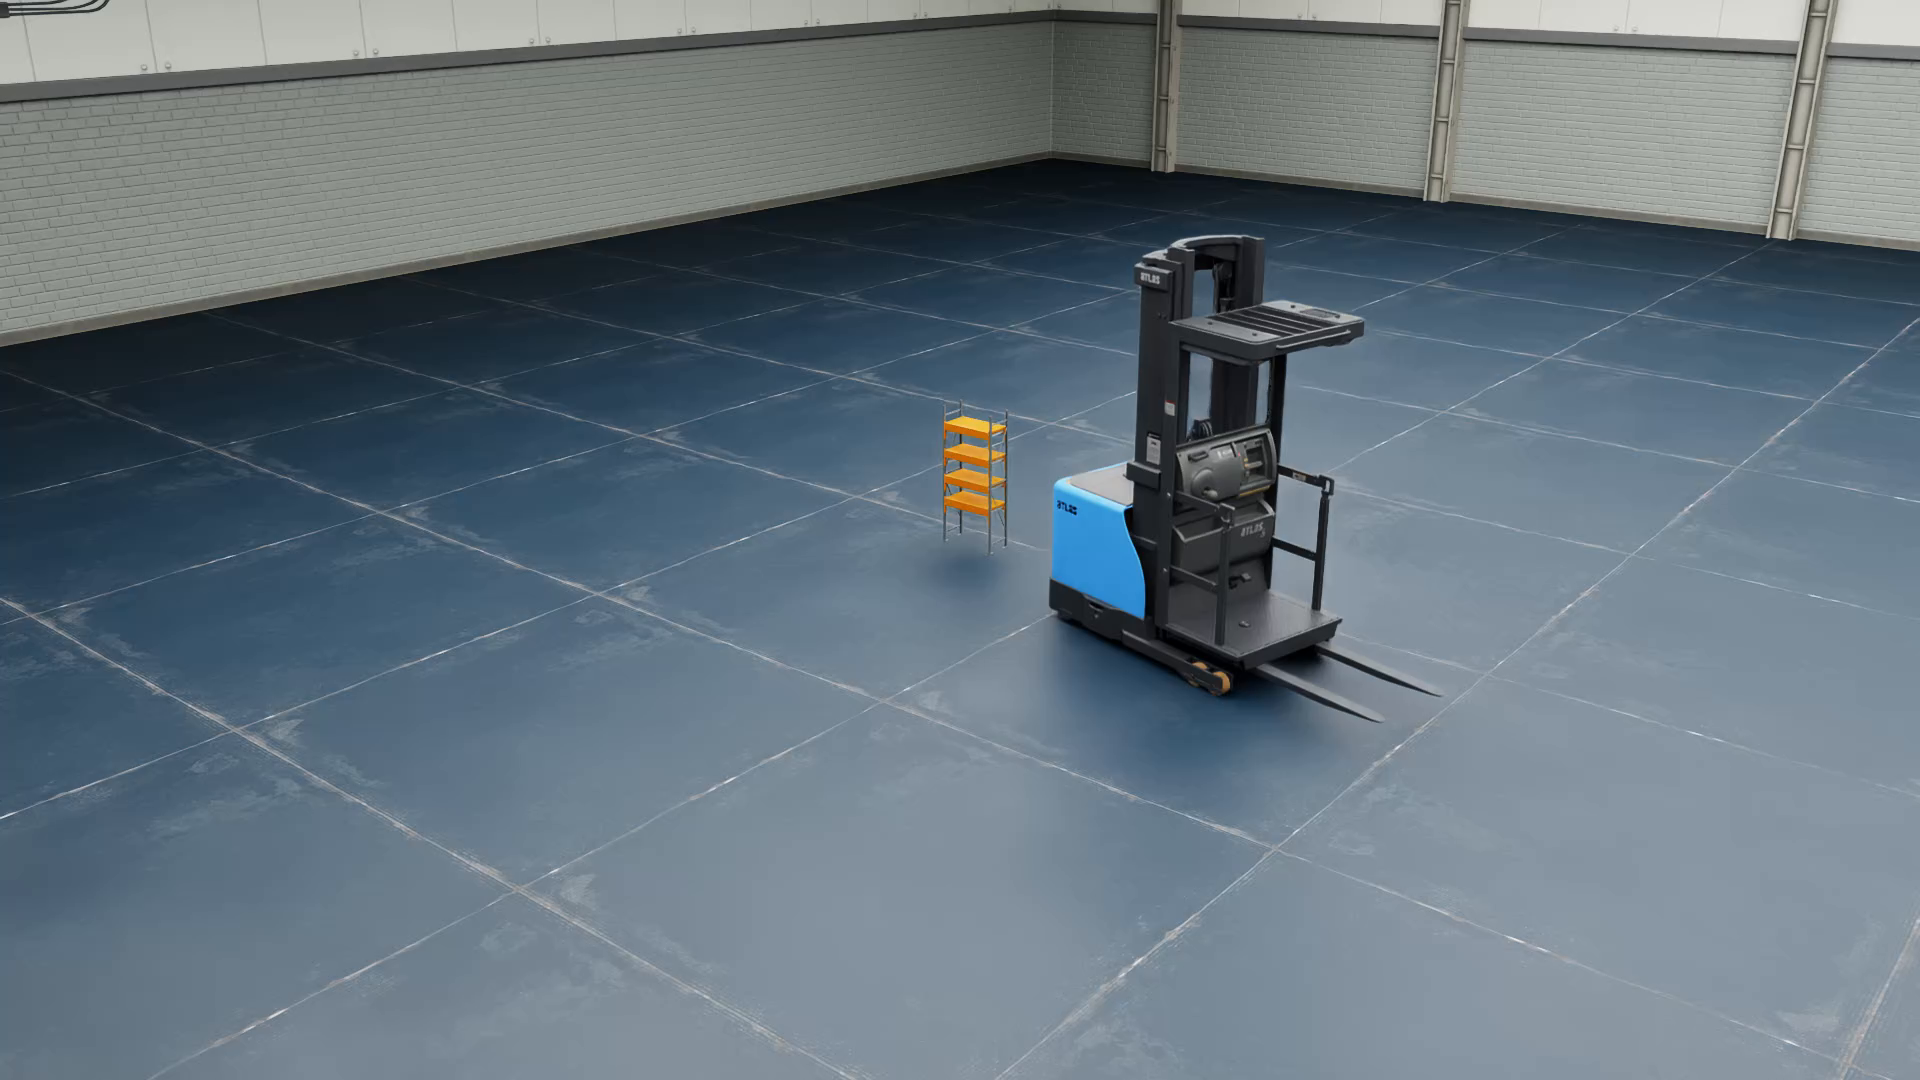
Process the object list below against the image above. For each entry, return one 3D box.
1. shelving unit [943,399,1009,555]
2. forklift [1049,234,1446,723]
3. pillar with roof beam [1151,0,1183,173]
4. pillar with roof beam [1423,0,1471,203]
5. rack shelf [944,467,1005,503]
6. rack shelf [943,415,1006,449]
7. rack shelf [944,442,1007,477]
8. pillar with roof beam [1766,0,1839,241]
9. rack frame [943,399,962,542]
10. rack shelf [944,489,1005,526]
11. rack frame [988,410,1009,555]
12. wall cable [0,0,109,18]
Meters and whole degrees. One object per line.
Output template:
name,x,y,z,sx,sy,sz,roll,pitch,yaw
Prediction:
shelving unit,0.128,-0.524,13.861,0.503,1.200,0.258,16,26,36
forklift,1.982,-0.505,11.356,1.130,2.935,3.031,-15,26,-35
pillar with roof beam,1.484,-10.680,29.739,0.400,9.000,9.100,16,26,36
pillar with roof beam,6.133,-9.342,26.190,0.400,9.000,9.100,16,26,36
rack shelf,0.128,-0.462,13.885,0.480,0.148,0.258,16,26,36
rack shelf,0.128,-0.892,13.722,0.480,0.148,0.258,16,26,36
rack shelf,0.128,-0.671,13.806,0.480,0.148,0.258,16,26,36
pillar with roof beam,10.781,-8.003,22.640,0.400,9.000,9.100,16,26,36
rack frame,-0.061,-0.579,14.005,0.015,1.200,0.240,16,26,36
rack shelf,0.128,-0.276,13.955,0.480,0.148,0.258,16,26,36
rack frame,0.317,-0.470,13.716,0.015,1.200,0.240,16,26,36
wall cable,-11.142,-8.448,19.000,0.169,6.003,2.305,16,26,36
